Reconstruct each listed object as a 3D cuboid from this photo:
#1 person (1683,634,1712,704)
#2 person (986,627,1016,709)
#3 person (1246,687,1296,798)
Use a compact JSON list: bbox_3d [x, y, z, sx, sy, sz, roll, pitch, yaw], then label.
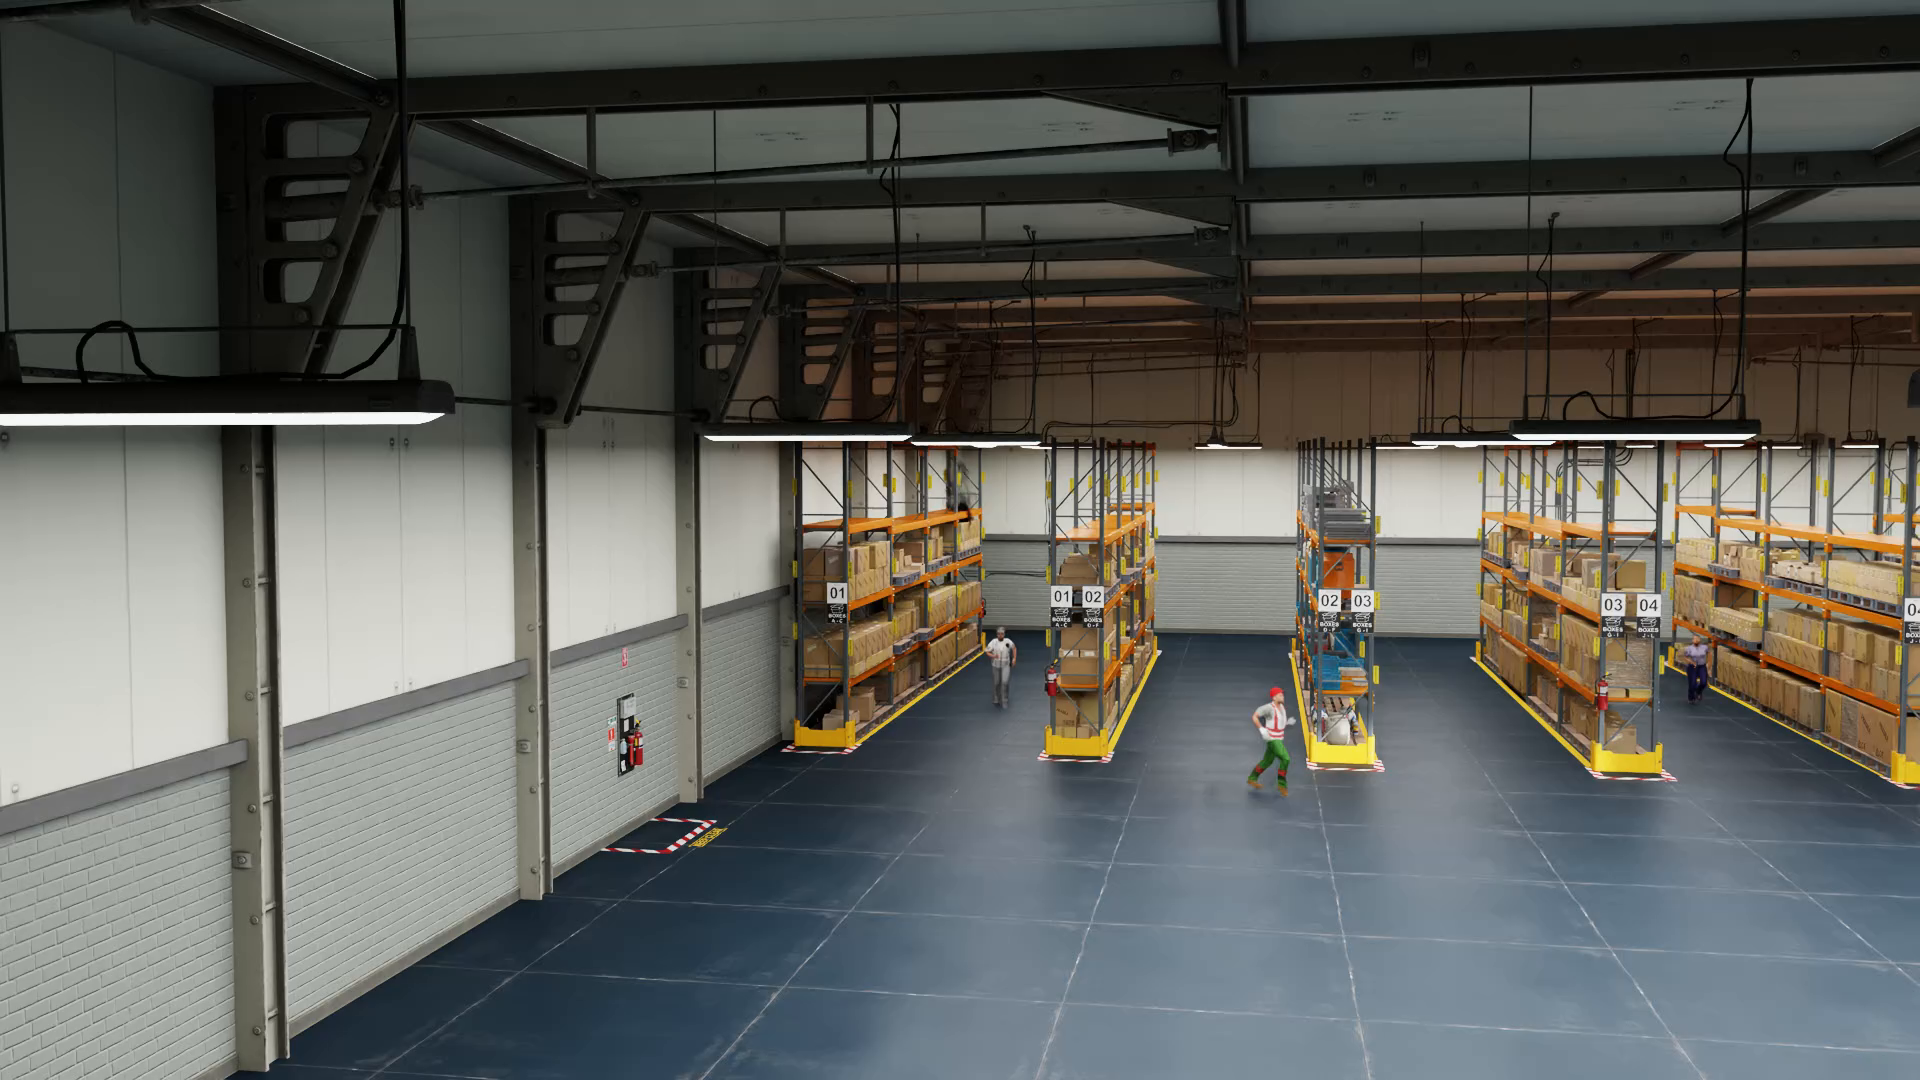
[{"bbox_3d":[16.682,2.932,37.589,0.628,1.601,0.697,1,3,16],"label":"person"},{"bbox_3d":[0.925,2.869,37.413,0.678,1.856,0.795,0,3,2],"label":"person"},{"bbox_3d":[5.206,3.369,27.847,0.849,1.836,0.628,2,4,32],"label":"person"}]
